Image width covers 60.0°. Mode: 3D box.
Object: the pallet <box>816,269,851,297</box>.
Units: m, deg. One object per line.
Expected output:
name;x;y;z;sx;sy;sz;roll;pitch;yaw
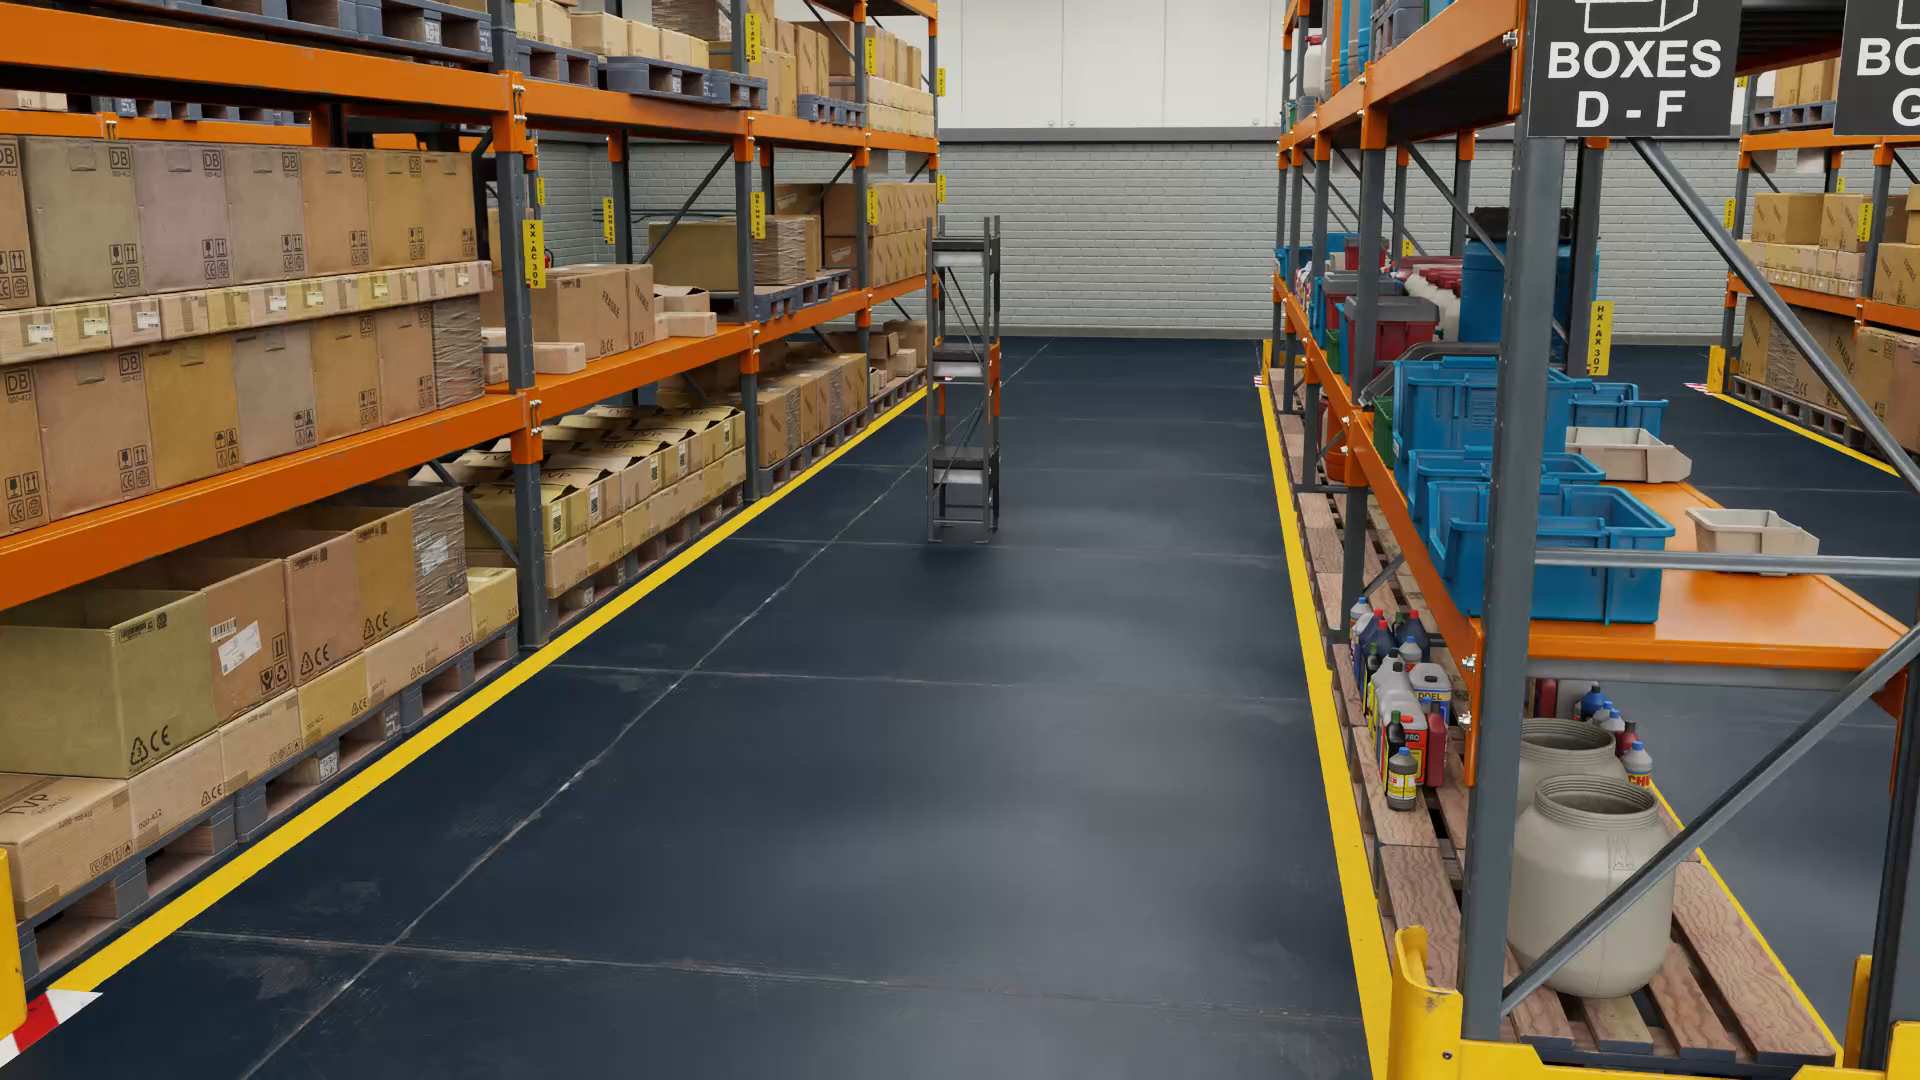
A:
pallet;-1.610;-2.347;15.221;1.003;0.211;1.213;2;12;9

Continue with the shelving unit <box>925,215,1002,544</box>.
shelving unit;0.025;-1.061;10.932;0.431;2.100;0.503;2;12;9

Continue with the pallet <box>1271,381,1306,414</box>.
pallet;3.775;-1.489;17.399;1.003;0.211;1.213;2;12;9

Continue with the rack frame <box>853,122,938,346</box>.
rack frame;-0.764;-3.437;19.820;1.000;3.000;0.127;2;12;9

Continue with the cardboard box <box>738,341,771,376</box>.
cardboard box;-1.924;-1.558;14.213;0.500;0.250;0.500;2;12;8

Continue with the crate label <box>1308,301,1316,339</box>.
crate label;2.465;-1.453;11.011;0.303;0.233;0.416;2;12;9

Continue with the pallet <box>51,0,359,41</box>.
pallet;-2.905;-1.930;5.919;1.003;0.211;1.213;2;12;9

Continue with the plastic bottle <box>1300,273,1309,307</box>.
plastic bottle;2.889;-2.057;13.712;0.152;0.276;0.135;2;12;9

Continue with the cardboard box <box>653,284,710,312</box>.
cardboard box;-2.093;-1.653;11.757;0.500;0.311;0.500;3;12;12

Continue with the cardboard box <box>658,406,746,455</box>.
cardboard box;-1.831;-0.790;11.736;0.500;0.311;0.500;2;12;10

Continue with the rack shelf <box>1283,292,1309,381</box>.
rack shelf;3.207;-1.675;13.352;1.077;0.370;4.000;2;12;9

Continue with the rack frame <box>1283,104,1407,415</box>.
rack frame;3.515;-2.443;15.208;1.000;3.000;0.127;2;12;9

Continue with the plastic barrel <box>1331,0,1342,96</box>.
plastic barrel;2.459;-2.986;9.590;0.600;0.830;0.708;2;12;9

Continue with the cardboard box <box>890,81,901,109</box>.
cardboard box;-0.895;-4.542;17.000;0.500;0.250;0.500;2;12;9

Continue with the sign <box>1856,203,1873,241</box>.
sign;7.860;-2.762;14.445;0.100;0.325;0.005;2;12;9

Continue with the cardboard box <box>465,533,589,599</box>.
cardboard box;-2.302;0.124;8.826;0.500;0.250;0.500;2;12;7

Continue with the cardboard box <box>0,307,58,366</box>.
cardboard box;-2.913;-0.602;4.888;0.380;0.149;0.250;2;12;7

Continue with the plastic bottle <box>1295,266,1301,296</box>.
plastic bottle;3.017;-2.295;14.801;0.061;0.283;0.133;2;12;9

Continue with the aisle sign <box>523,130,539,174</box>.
aisle sign;-5.351;-4.872;20.311;0.394;0.787;0.004;2;12;9

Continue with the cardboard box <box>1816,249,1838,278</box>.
cardboard box;8.295;-2.562;15.414;0.500;0.250;0.500;2;12;10

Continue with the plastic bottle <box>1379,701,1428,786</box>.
plastic bottle;1.585;0.724;5.936;0.152;0.276;0.135;2;12;9

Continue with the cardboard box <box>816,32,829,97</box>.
cardboard box;-1.529;-4.271;15.099;0.600;0.600;0.600;1;12;3

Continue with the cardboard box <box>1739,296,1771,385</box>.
cardboard box;9.005;-2.146;17.876;0.875;0.875;0.875;2;12;9

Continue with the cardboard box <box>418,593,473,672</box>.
cardboard box;-2.551;0.408;7.512;0.500;0.250;0.500;2;12;9

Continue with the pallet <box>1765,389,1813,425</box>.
pallet;8.789;-1.329;16.661;1.003;0.211;1.213;2;12;9

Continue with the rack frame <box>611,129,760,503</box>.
rack frame;-1.994;-1.771;12.092;1.000;3.000;0.127;2;12;9

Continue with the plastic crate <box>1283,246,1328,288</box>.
plastic crate;3.250;-2.572;15.705;0.392;0.384;0.575;2;12;9

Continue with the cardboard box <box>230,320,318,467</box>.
cardboard box;-2.905;-0.574;6.299;0.700;0.500;0.500;2;12;10

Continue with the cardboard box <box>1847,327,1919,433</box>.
cardboard box;8.330;-1.315;14.021;1.225;0.875;0.875;2;12;9

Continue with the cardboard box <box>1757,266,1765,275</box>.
cardboard box;8.528;-2.768;17.312;0.380;0.149;0.250;2;12;8

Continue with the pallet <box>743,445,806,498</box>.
pallet;-1.842;-0.562;13.101;1.003;0.211;1.213;2;12;9

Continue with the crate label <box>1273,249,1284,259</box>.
crate label;3.767;-3.182;18.894;0.416;0.233;0.303;2;12;9

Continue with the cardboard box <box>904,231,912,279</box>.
cardboard box;-0.800;-3.067;17.866;0.500;0.500;0.500;2;12;8

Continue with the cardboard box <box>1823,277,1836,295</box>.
cardboard box;8.211;-2.340;15.330;0.380;0.149;0.250;2;12;8

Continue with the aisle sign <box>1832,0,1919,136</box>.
aisle sign;1.948;-1.191;3.229;0.394;0.787;0.004;2;12;9

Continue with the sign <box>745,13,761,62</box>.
sign;-1.447;-3.509;11.622;0.100;0.325;0.005;2;12;9

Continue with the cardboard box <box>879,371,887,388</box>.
cardboard box;-0.977;-1.695;17.418;0.380;0.166;0.250;2;12;9

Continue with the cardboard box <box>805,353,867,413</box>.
cardboard box;-1.172;-1.485;15.653;0.500;0.500;0.500;2;12;8

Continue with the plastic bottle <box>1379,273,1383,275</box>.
plastic bottle;3.493;-2.078;13.823;0.097;0.271;0.097;0;12;0

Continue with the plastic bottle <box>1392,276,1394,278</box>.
plastic bottle;3.584;-2.032;13.597;0.152;0.276;0.135;2;12;9

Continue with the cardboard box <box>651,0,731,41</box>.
cardboard box;-1.921;-3.866;12.081;0.500;0.500;0.500;2;12;9

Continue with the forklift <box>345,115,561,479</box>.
forklift;-4.137;-1.981;13.229;1.130;2.935;3.031;2;12;10

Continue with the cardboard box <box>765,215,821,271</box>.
cardboard box;-1.673;-2.767;15.477;0.700;0.500;0.500;-2;12;-10

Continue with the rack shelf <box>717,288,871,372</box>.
rack shelf;-1.686;-1.836;14.100;1.077;0.370;4.000;2;12;9

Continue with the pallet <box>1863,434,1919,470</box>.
pallet;8.365;-0.756;14.000;1.003;0.211;1.213;2;12;9

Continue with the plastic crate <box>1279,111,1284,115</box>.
plastic crate;3.796;-4.607;18.439;0.497;0.269;0.590;2;12;9

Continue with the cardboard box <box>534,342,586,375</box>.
cardboard box;-2.271;-0.994;9.080;0.380;0.149;0.250;2;12;9

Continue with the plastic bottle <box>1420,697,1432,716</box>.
plastic bottle;1.754;0.691;6.263;0.097;0.201;0.097;0;12;0

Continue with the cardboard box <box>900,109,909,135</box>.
cardboard box;-0.827;-4.402;17.537;0.500;0.250;0.500;2;12;9

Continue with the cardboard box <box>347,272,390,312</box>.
cardboard box;-2.598;-1.029;6.872;0.380;0.149;0.250;2;12;8

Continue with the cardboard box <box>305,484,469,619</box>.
cardboard box;-2.553;0.041;7.433;0.500;0.500;0.500;2;12;9

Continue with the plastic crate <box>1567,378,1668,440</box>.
plastic crate;2.383;-0.465;6.386;0.499;0.251;0.616;2;12;9

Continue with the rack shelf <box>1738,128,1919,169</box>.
rack shelf;8.717;-3.813;16.155;1.077;0.370;4.000;2;12;9

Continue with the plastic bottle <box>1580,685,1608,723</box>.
plastic bottle;2.356;0.672;6.185;0.097;0.271;0.097;0;12;0

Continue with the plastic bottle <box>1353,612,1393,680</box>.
plastic bottle;1.780;0.459;7.162;0.152;0.276;0.135;2;12;11

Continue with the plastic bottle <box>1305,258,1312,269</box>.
plastic bottle;3.134;-2.347;14.882;0.144;0.351;0.185;2;12;9

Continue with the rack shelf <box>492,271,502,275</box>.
rack shelf;-5.967;-2.828;18.705;1.077;0.370;4.000;2;12;9

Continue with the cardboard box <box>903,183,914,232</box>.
cardboard box;-0.791;-3.552;17.747;0.500;0.500;0.500;2;12;10

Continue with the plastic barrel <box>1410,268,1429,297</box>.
plastic barrel;2.888;-1.356;9.899;0.421;0.512;0.421;0;12;0
